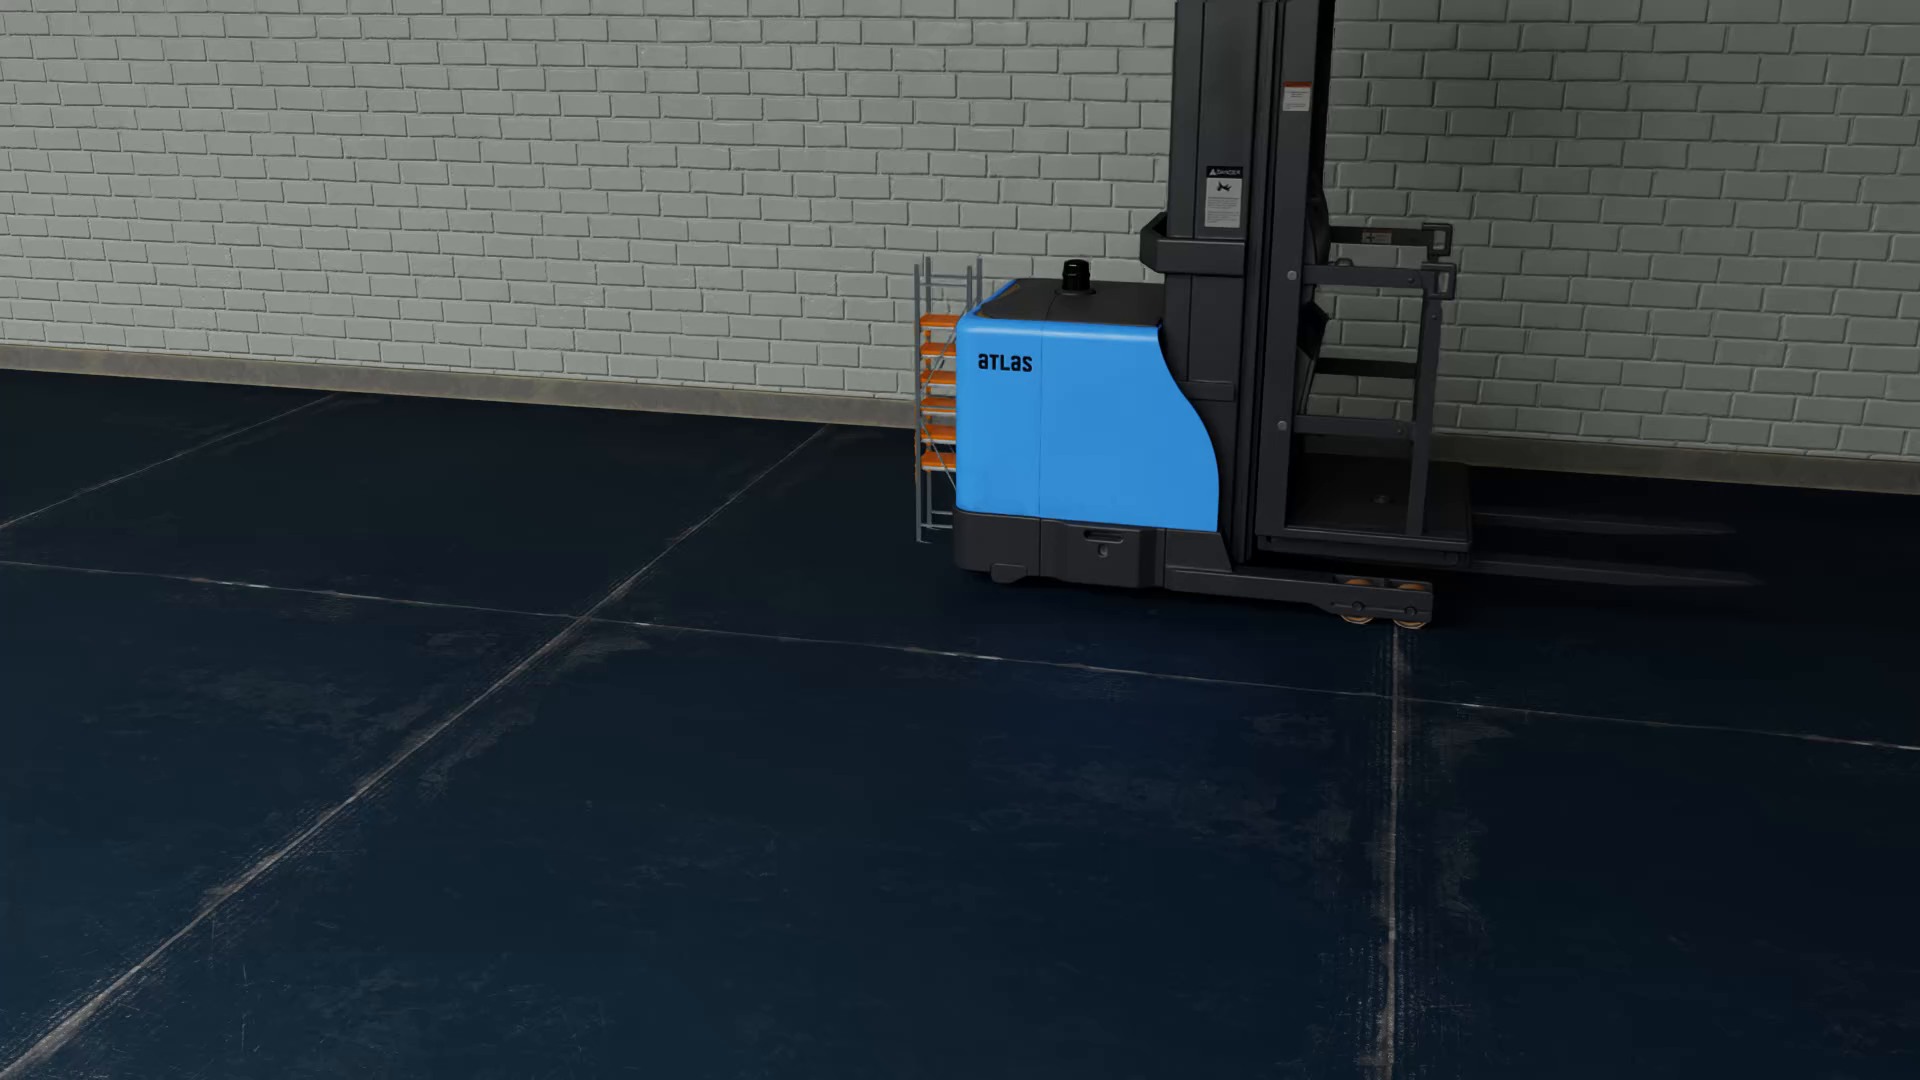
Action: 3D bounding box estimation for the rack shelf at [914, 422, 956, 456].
[{"bbox_3d":[-0.048,-0.421,7.073,0.258,0.103,0.180,4,19,13],"label":"rack shelf"}]

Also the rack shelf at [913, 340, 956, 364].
[{"bbox_3d":[-0.048,-0.762,6.956,0.258,0.103,0.180,4,19,13],"label":"rack shelf"}]

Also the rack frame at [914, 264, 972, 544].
[{"bbox_3d":[-0.069,-0.548,6.935,0.240,1.200,0.006,4,19,13],"label":"rack frame"}]

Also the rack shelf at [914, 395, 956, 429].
[{"bbox_3d":[-0.048,-0.535,7.034,0.258,0.103,0.180,4,19,13],"label":"rack shelf"}]

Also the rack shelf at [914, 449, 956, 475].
[{"bbox_3d":[-0.048,-0.308,7.112,0.258,0.103,0.180,4,19,13],"label":"rack shelf"}]

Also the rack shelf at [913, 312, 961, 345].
[{"bbox_3d":[-0.048,-0.875,6.918,0.258,0.103,0.180,4,19,13],"label":"rack shelf"}]

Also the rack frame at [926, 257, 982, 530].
[{"bbox_3d":[-0.027,-0.605,7.104,0.240,1.200,0.006,4,19,13],"label":"rack frame"}]

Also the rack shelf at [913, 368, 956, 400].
[{"bbox_3d":[-0.048,-0.648,6.995,0.258,0.103,0.180,4,19,13],"label":"rack shelf"}]

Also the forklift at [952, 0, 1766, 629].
[{"bbox_3d":[1.545,-1.245,6.298,3.031,2.935,1.130,5,19,14],"label":"forklift"}]

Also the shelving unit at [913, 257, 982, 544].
[{"bbox_3d":[-0.048,-0.577,7.020,0.258,1.200,0.189,4,19,13],"label":"shelving unit"}]
